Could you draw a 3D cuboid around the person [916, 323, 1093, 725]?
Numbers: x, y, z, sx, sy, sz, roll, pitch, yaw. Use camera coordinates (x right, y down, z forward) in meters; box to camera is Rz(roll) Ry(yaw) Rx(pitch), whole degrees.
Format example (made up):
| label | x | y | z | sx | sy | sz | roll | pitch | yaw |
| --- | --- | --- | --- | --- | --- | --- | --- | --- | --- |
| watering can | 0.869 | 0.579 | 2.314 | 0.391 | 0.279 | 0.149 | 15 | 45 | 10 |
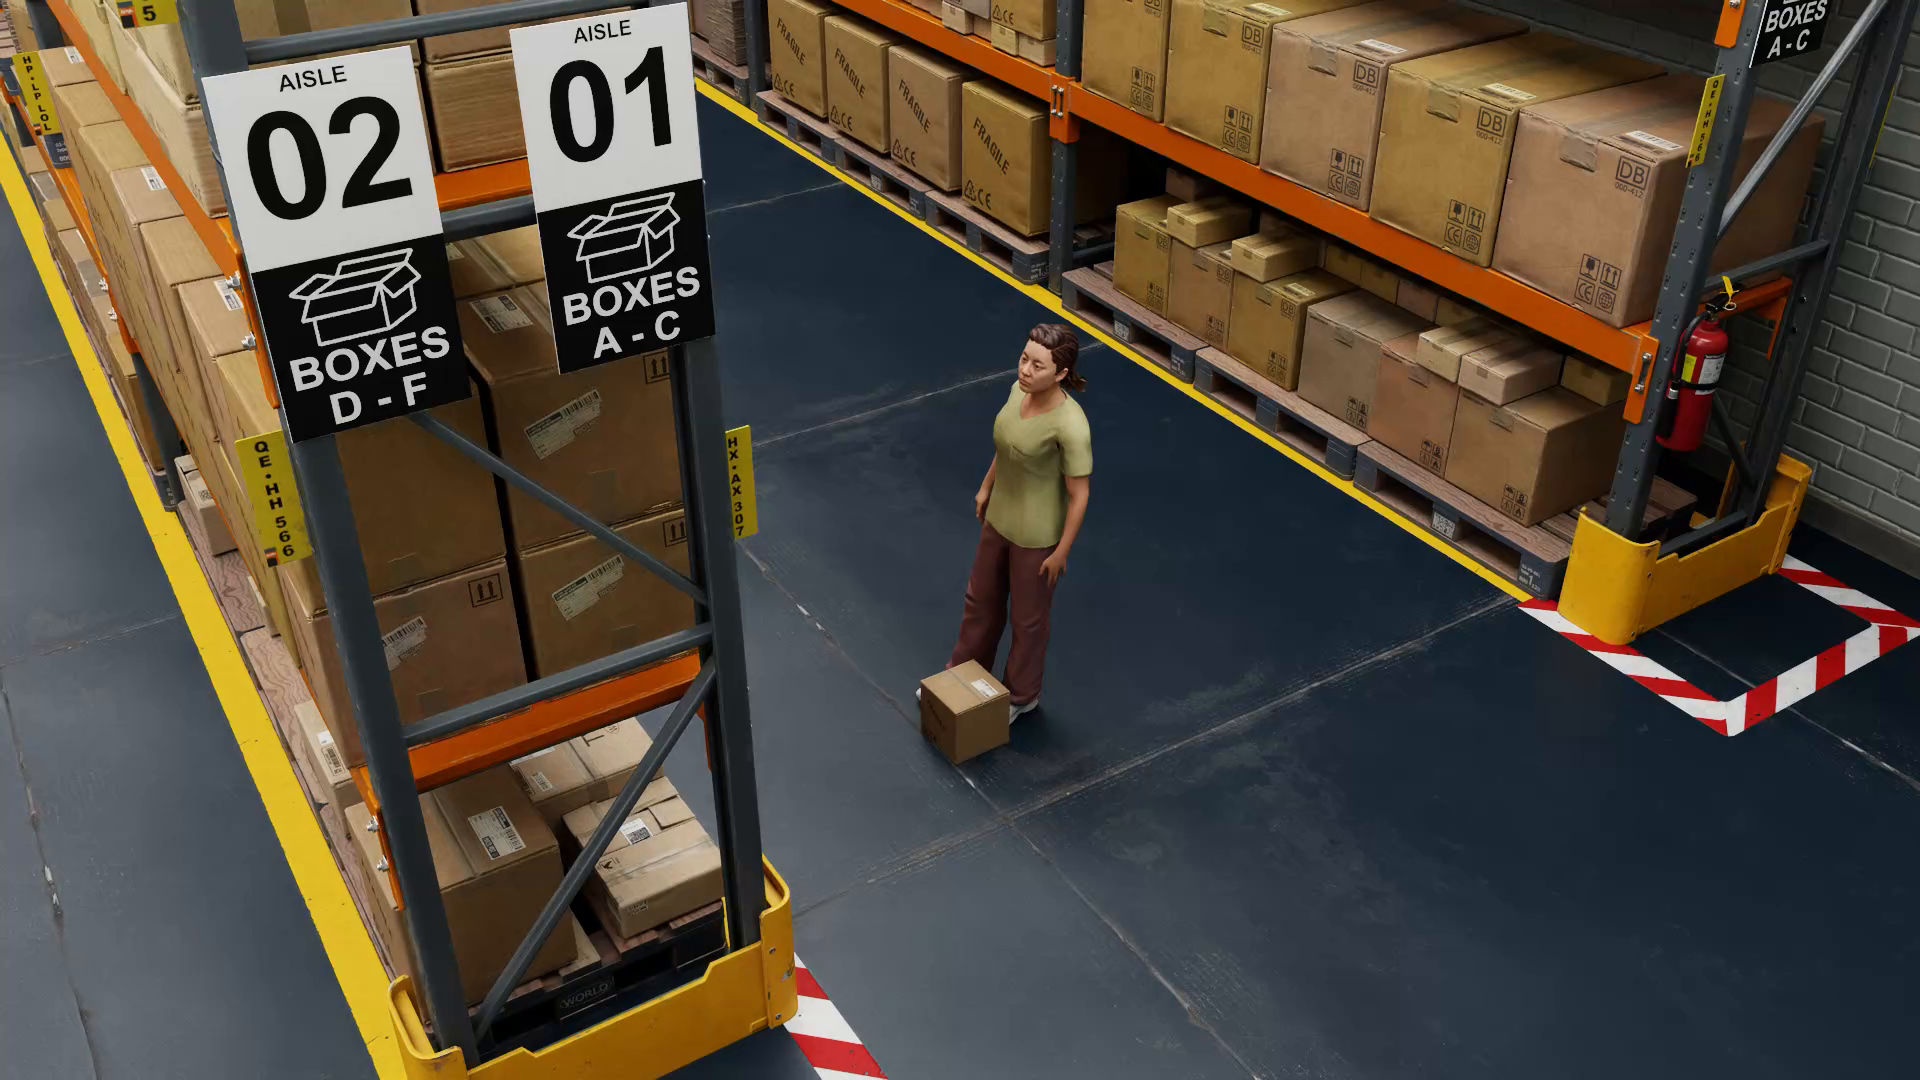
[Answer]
| label | x | y | z | sx | sy | sz | roll | pitch | yaw |
| --- | --- | --- | --- | --- | --- | --- | --- | --- | --- |
| person | 0.185 | -0.022 | 6.156 | 0.549 | 1.676 | 0.554 | -19 | 37 | -27 |
